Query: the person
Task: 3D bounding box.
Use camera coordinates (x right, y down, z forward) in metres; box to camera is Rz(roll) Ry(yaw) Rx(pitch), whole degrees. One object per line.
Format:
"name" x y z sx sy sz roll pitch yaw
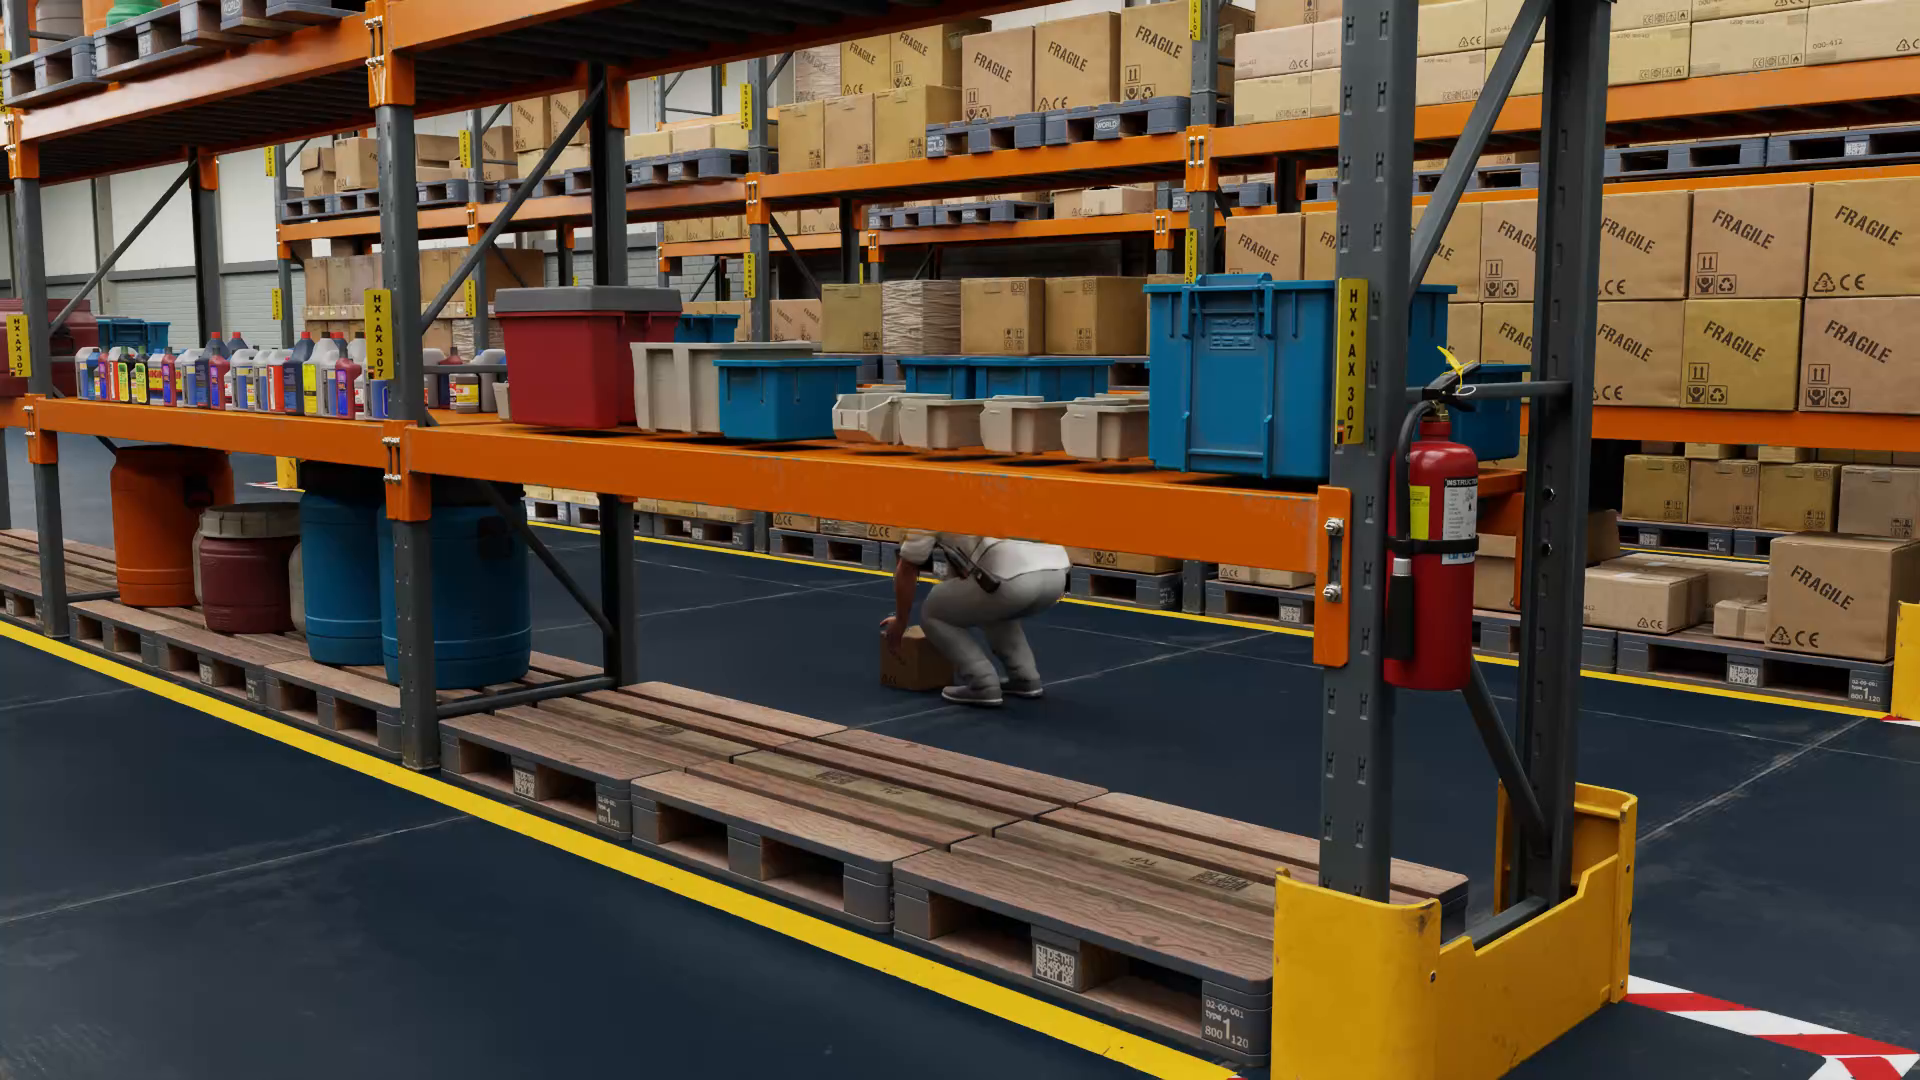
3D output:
"person" 0.040 0.170 7.540 0.929 1.099 0.575 7 10 43
